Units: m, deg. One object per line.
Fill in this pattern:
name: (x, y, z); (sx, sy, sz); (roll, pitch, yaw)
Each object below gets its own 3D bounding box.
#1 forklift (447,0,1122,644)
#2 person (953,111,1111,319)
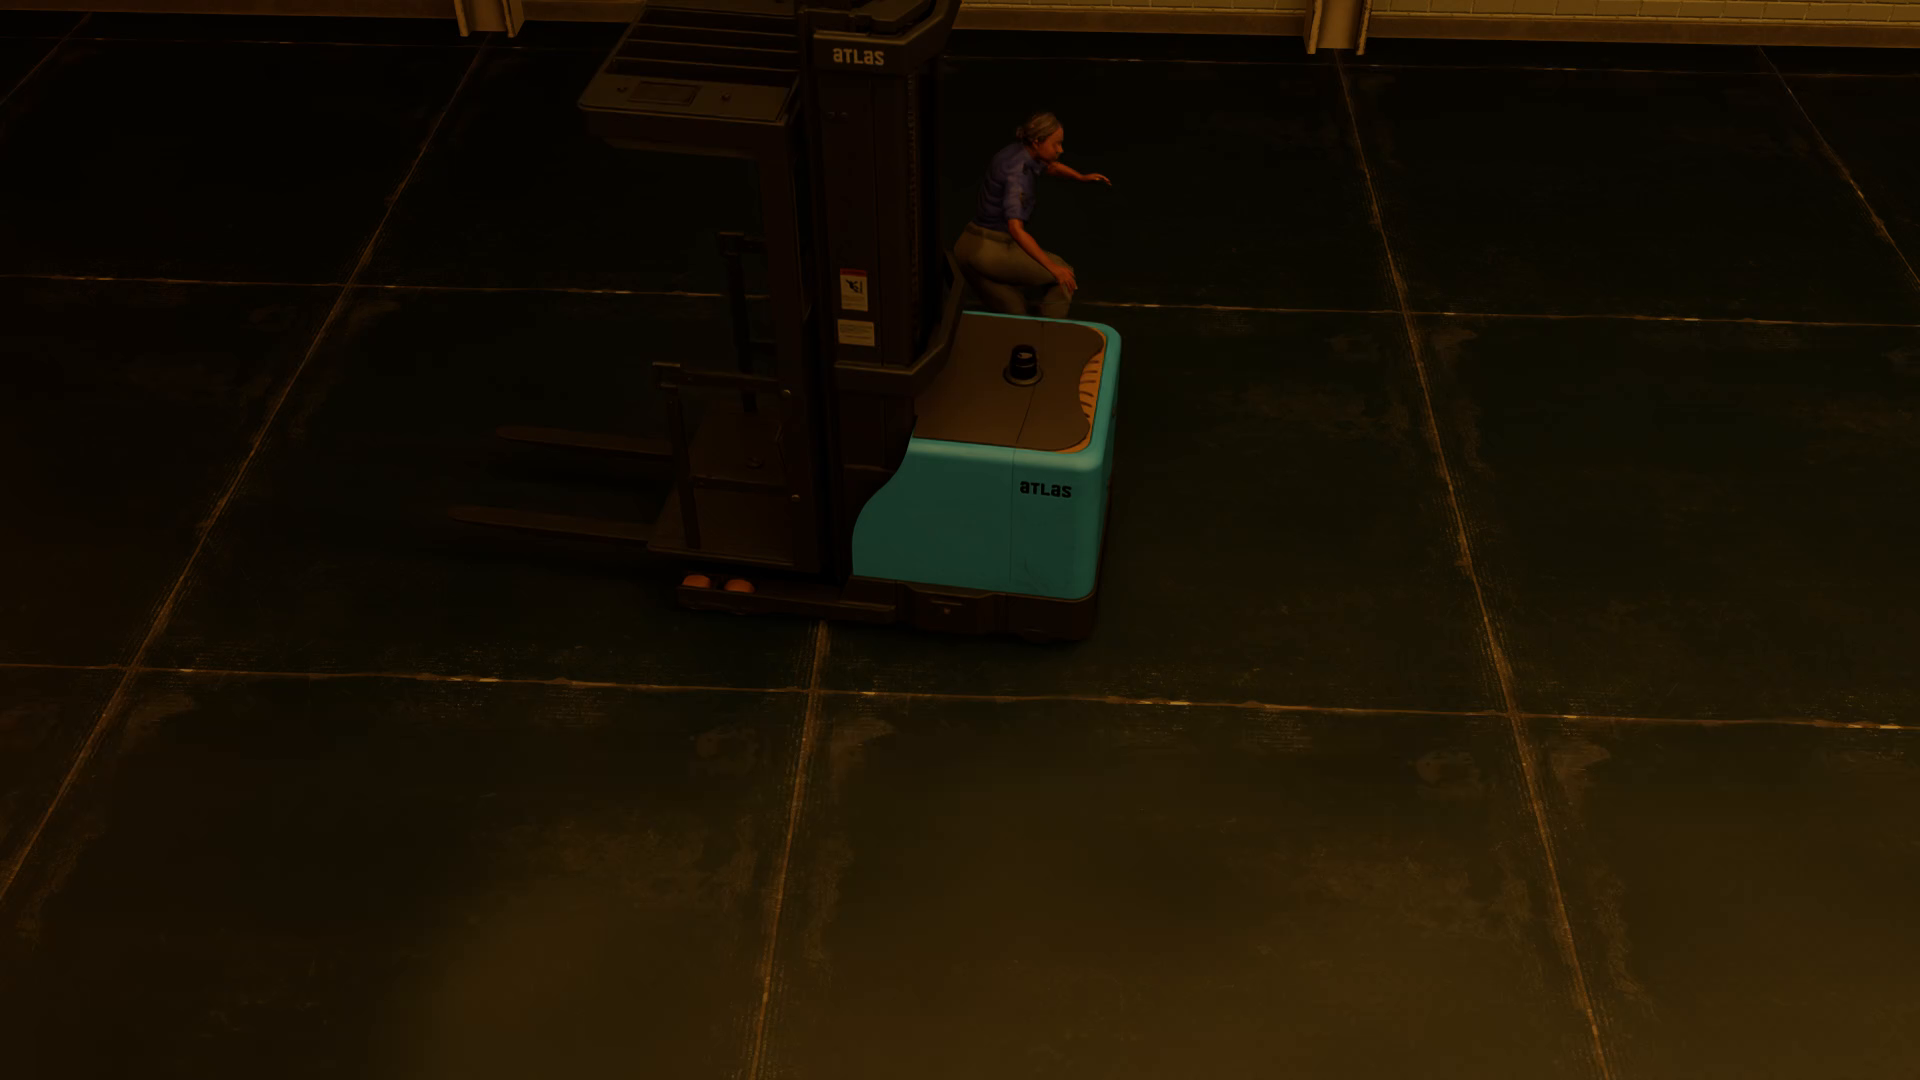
forklift: (-0.835, -1.089, 6.935); (3.031, 2.935, 1.130); (6, 43, 7)
person: (0.405, -1.441, 8.417); (0.840, 1.421, 0.899); (-13, 44, -14)
